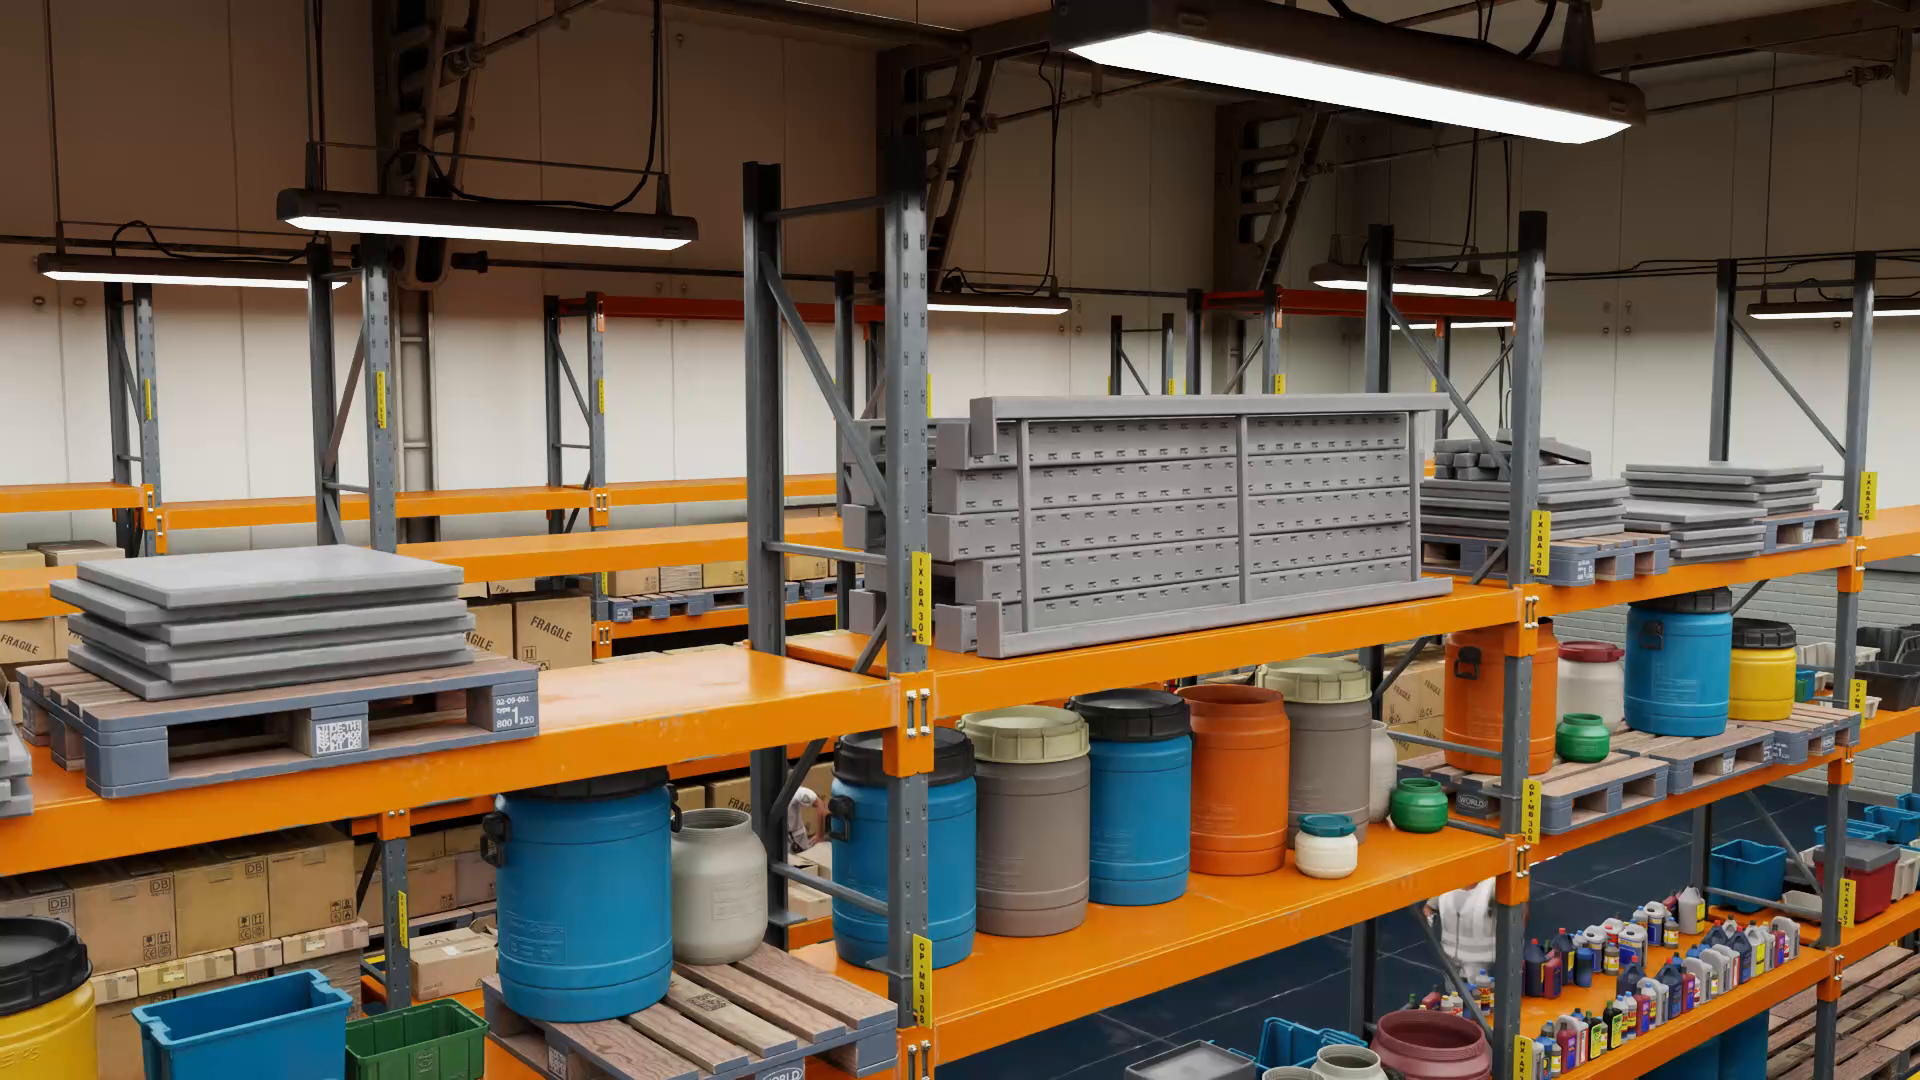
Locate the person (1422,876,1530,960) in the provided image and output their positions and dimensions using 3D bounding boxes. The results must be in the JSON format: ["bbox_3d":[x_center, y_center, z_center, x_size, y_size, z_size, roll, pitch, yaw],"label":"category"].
[{"bbox_3d":[3.723,3.124,12.239,0.773,1.817,0.686,-4,7,-39],"label":"person"}]

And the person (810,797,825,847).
[{"bbox_3d":[-1.684,2.408,14.995,0.621,0.827,0.690,-5,7,-42],"label":"person"}]
